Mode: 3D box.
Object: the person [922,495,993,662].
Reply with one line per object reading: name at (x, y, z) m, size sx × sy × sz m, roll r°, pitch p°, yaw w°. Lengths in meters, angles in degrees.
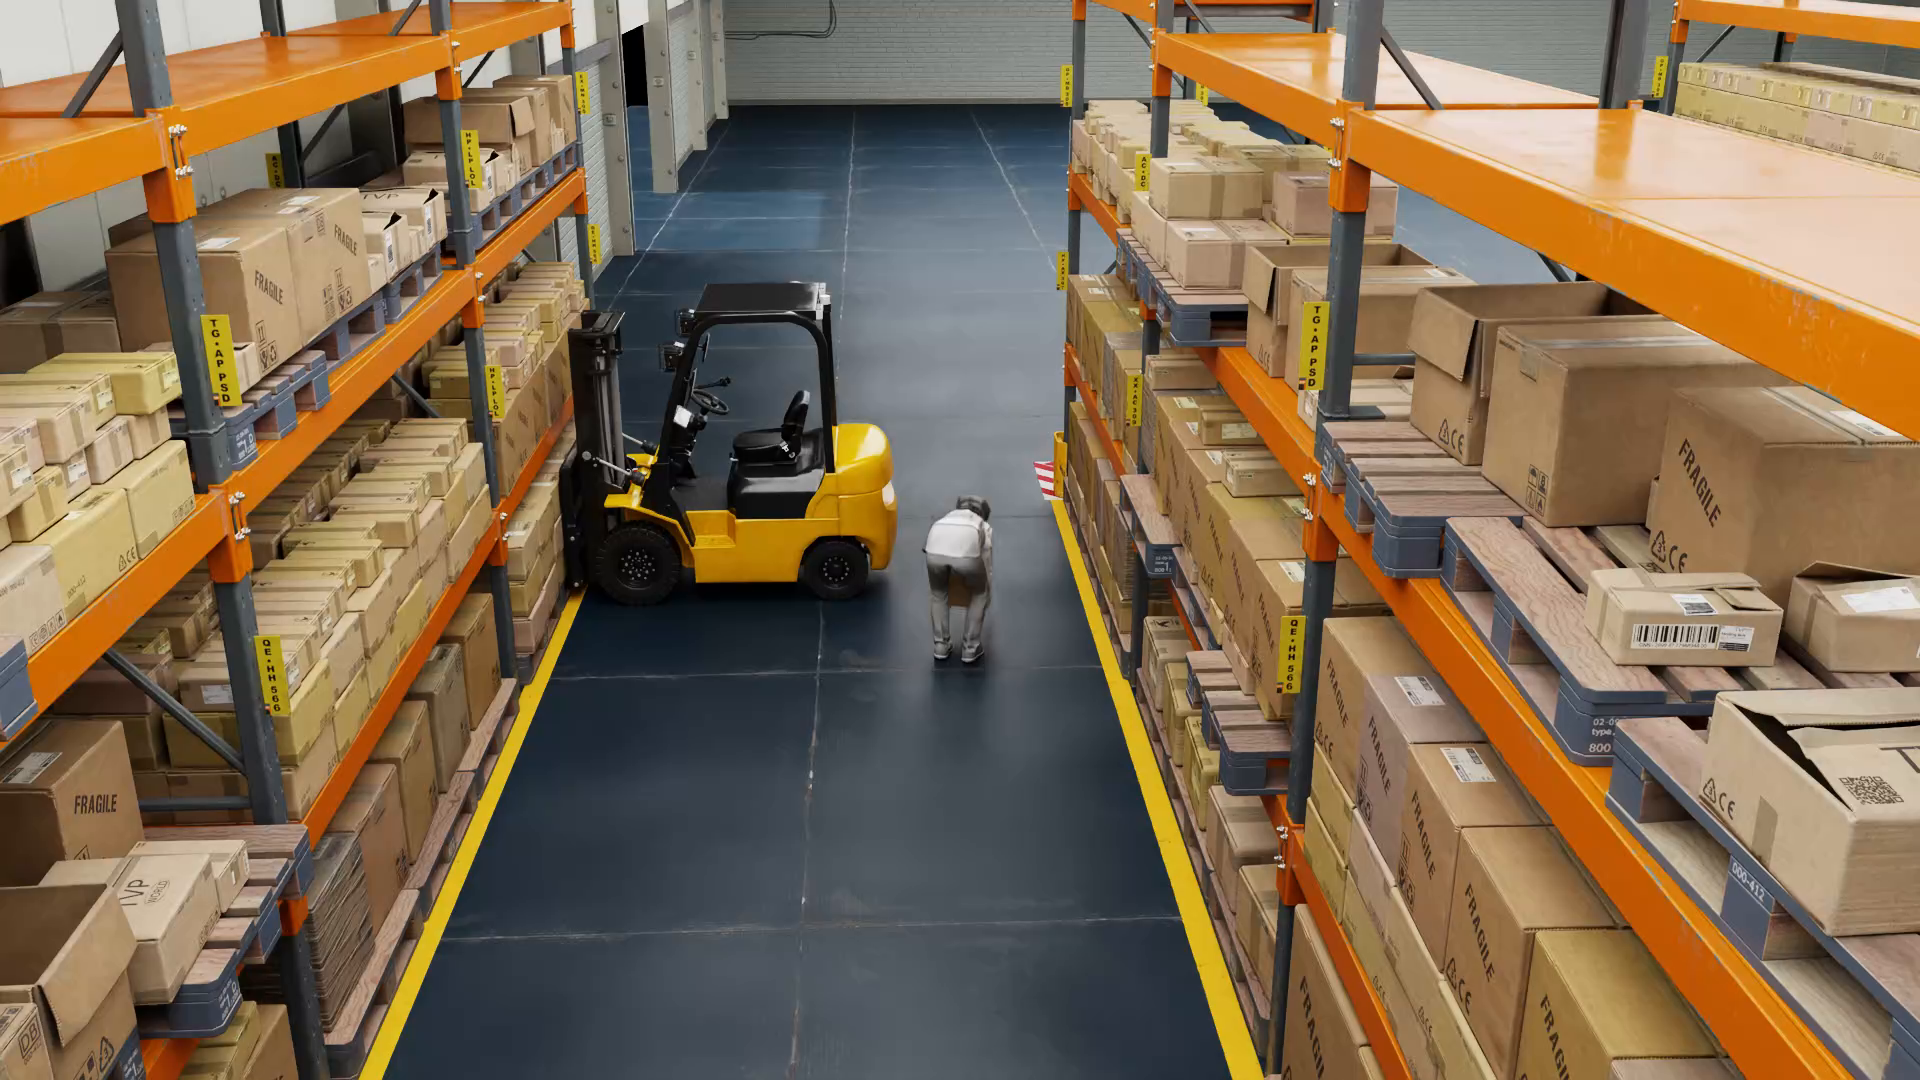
person at (0.015, 0.259, 11.316) m, size 0.426 × 1.014 × 0.919 m, roll 5°, pitch 21°, yaw 13°
